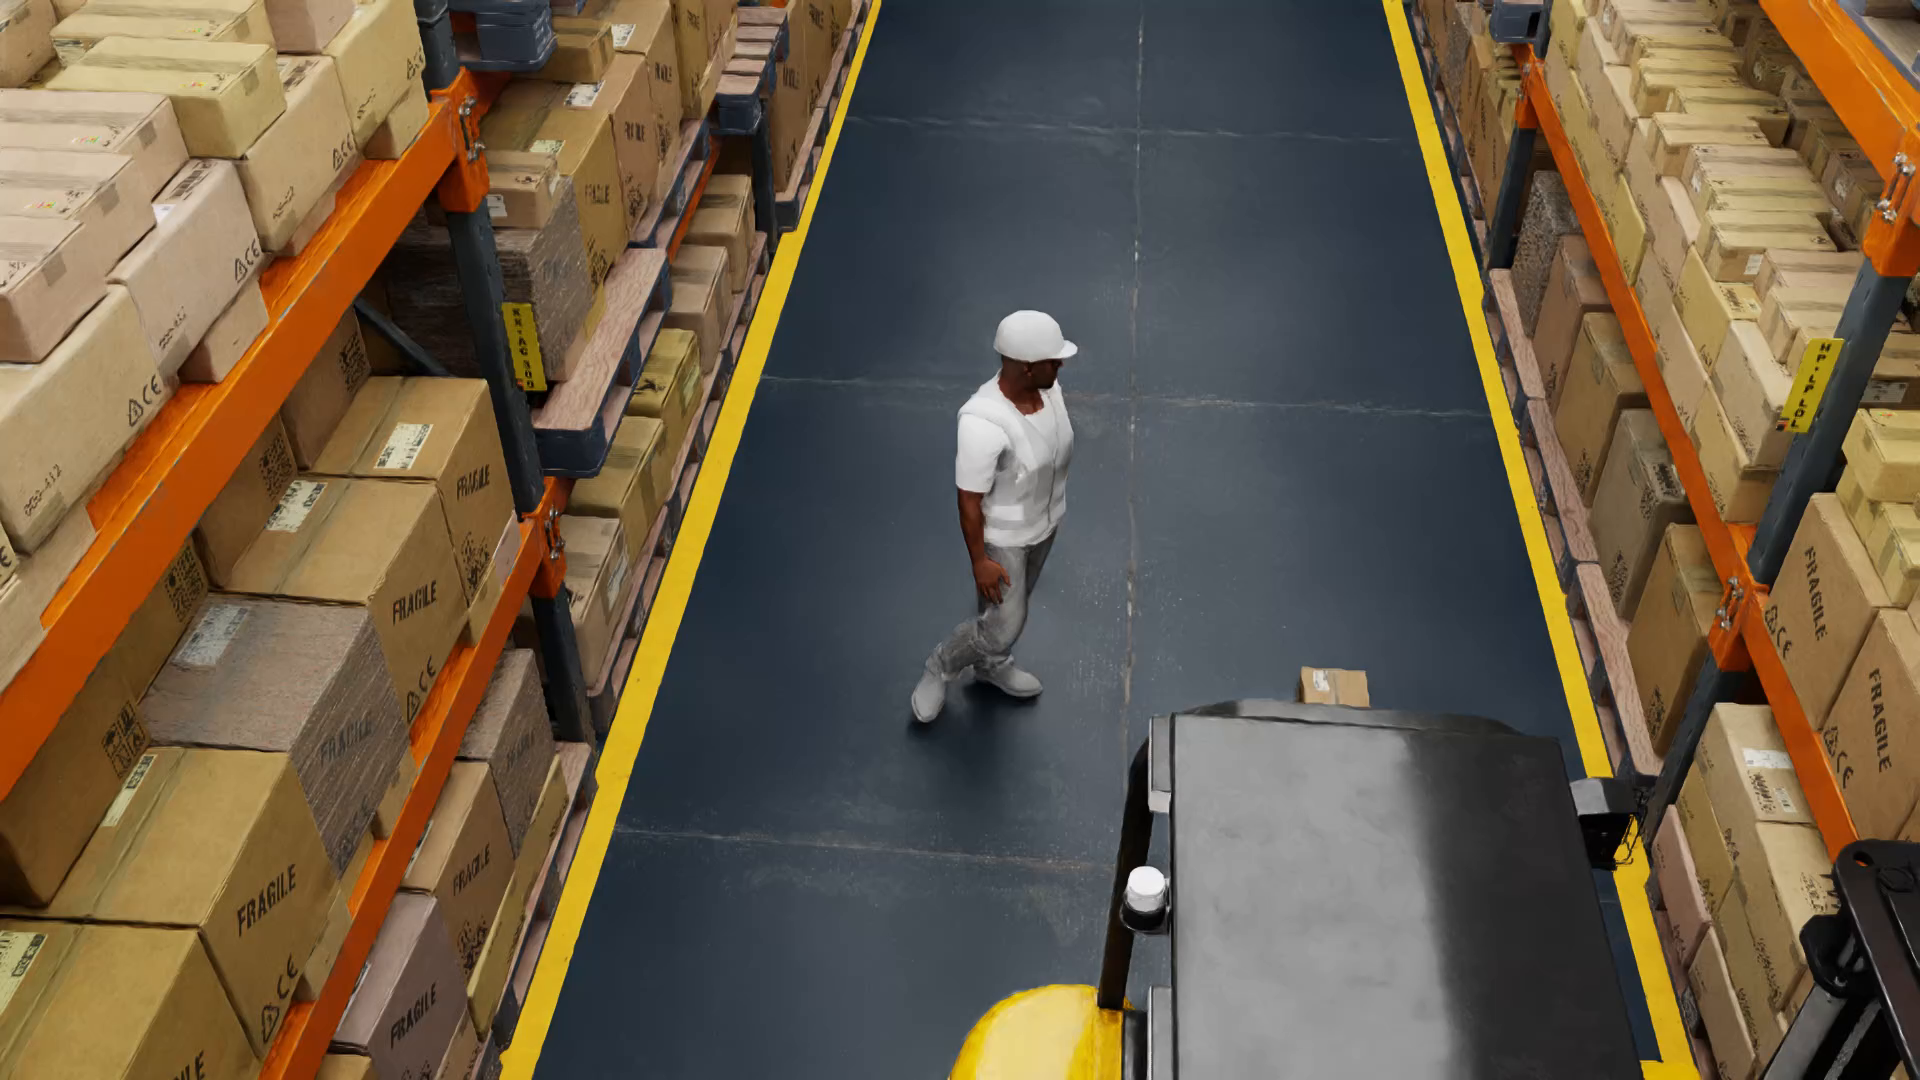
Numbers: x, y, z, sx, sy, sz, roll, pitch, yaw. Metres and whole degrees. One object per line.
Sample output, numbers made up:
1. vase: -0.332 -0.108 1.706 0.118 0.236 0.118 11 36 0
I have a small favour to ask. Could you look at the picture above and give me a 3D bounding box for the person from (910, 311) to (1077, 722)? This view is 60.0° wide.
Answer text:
1. person: 0.127 -0.069 6.191 0.451 1.762 0.730 25 46 27
